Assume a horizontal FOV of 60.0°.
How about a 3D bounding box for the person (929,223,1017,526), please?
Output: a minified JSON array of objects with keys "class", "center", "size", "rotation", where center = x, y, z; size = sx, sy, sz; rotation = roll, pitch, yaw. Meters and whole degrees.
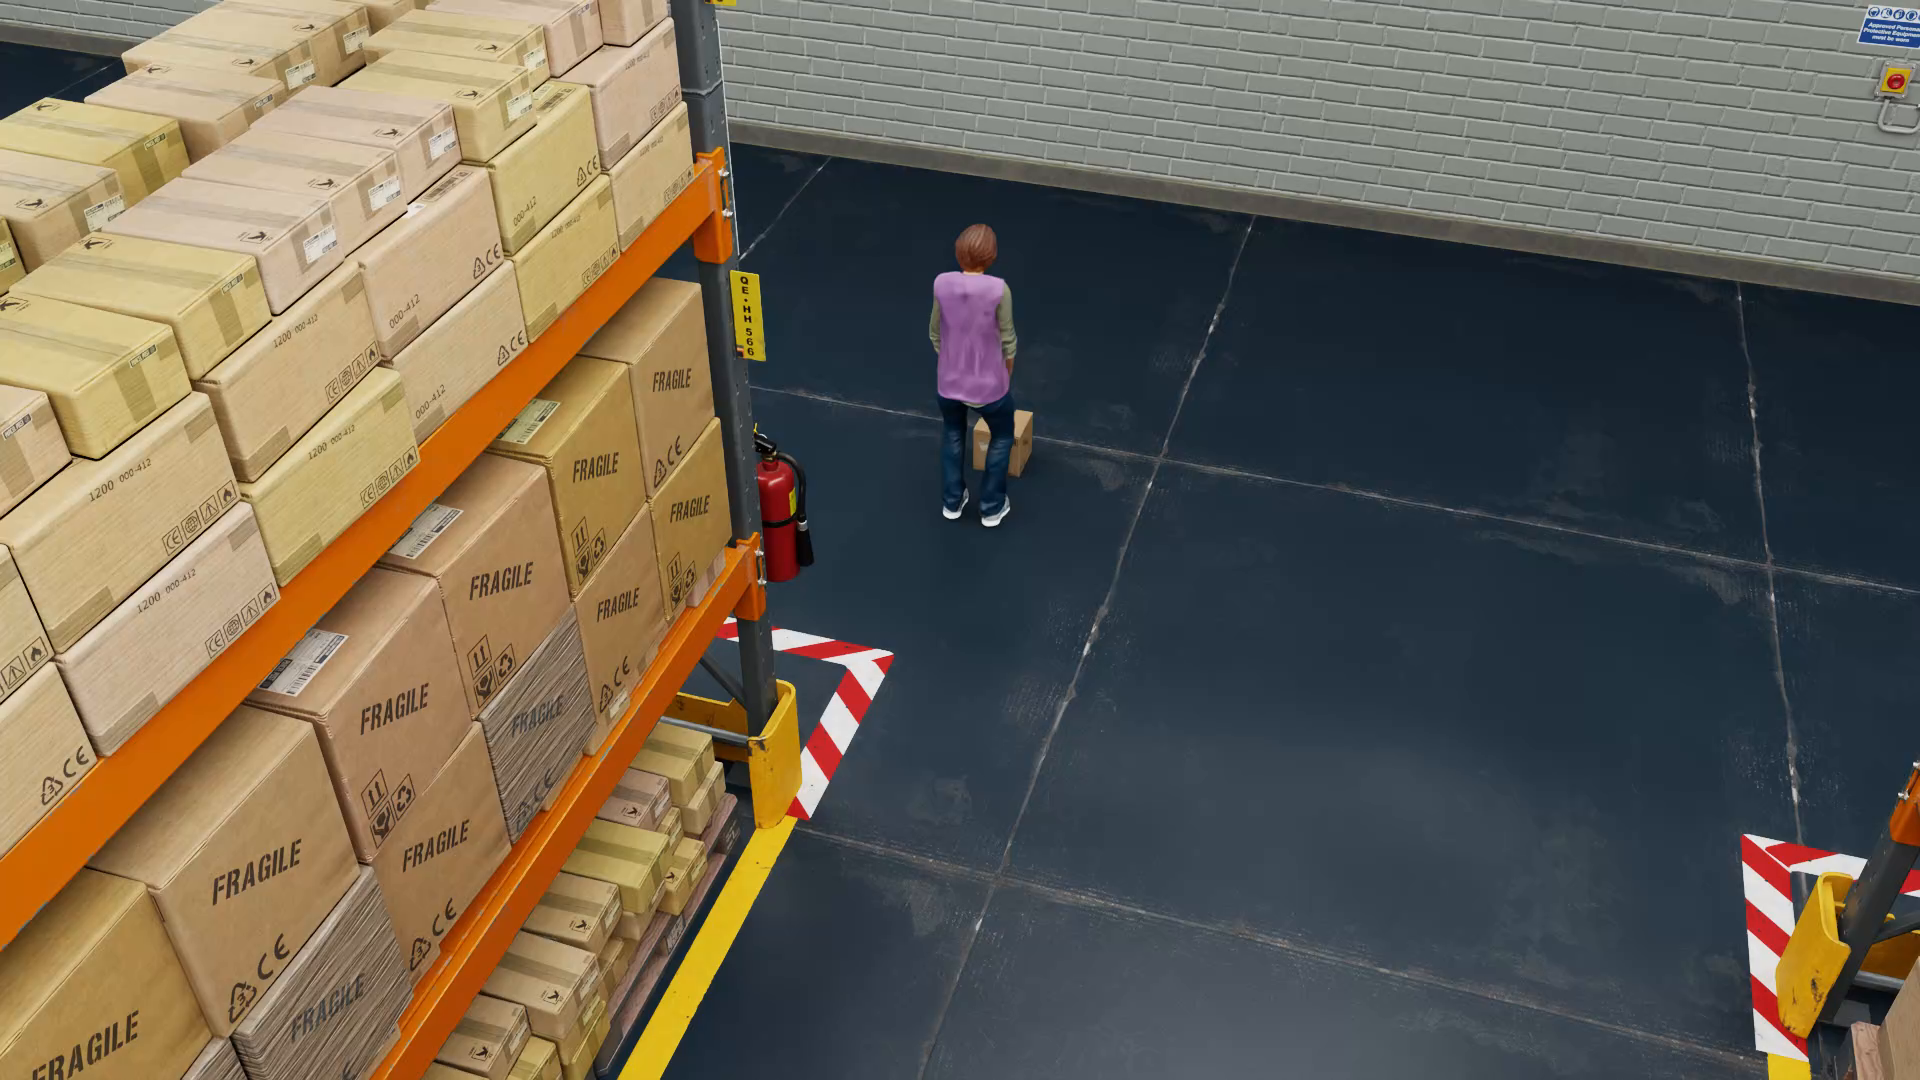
[{"class":"person","center":[0.053,-0.754,7.948],"size":[0.433,1.523,0.417],"rotation":[12,39,15]}]
